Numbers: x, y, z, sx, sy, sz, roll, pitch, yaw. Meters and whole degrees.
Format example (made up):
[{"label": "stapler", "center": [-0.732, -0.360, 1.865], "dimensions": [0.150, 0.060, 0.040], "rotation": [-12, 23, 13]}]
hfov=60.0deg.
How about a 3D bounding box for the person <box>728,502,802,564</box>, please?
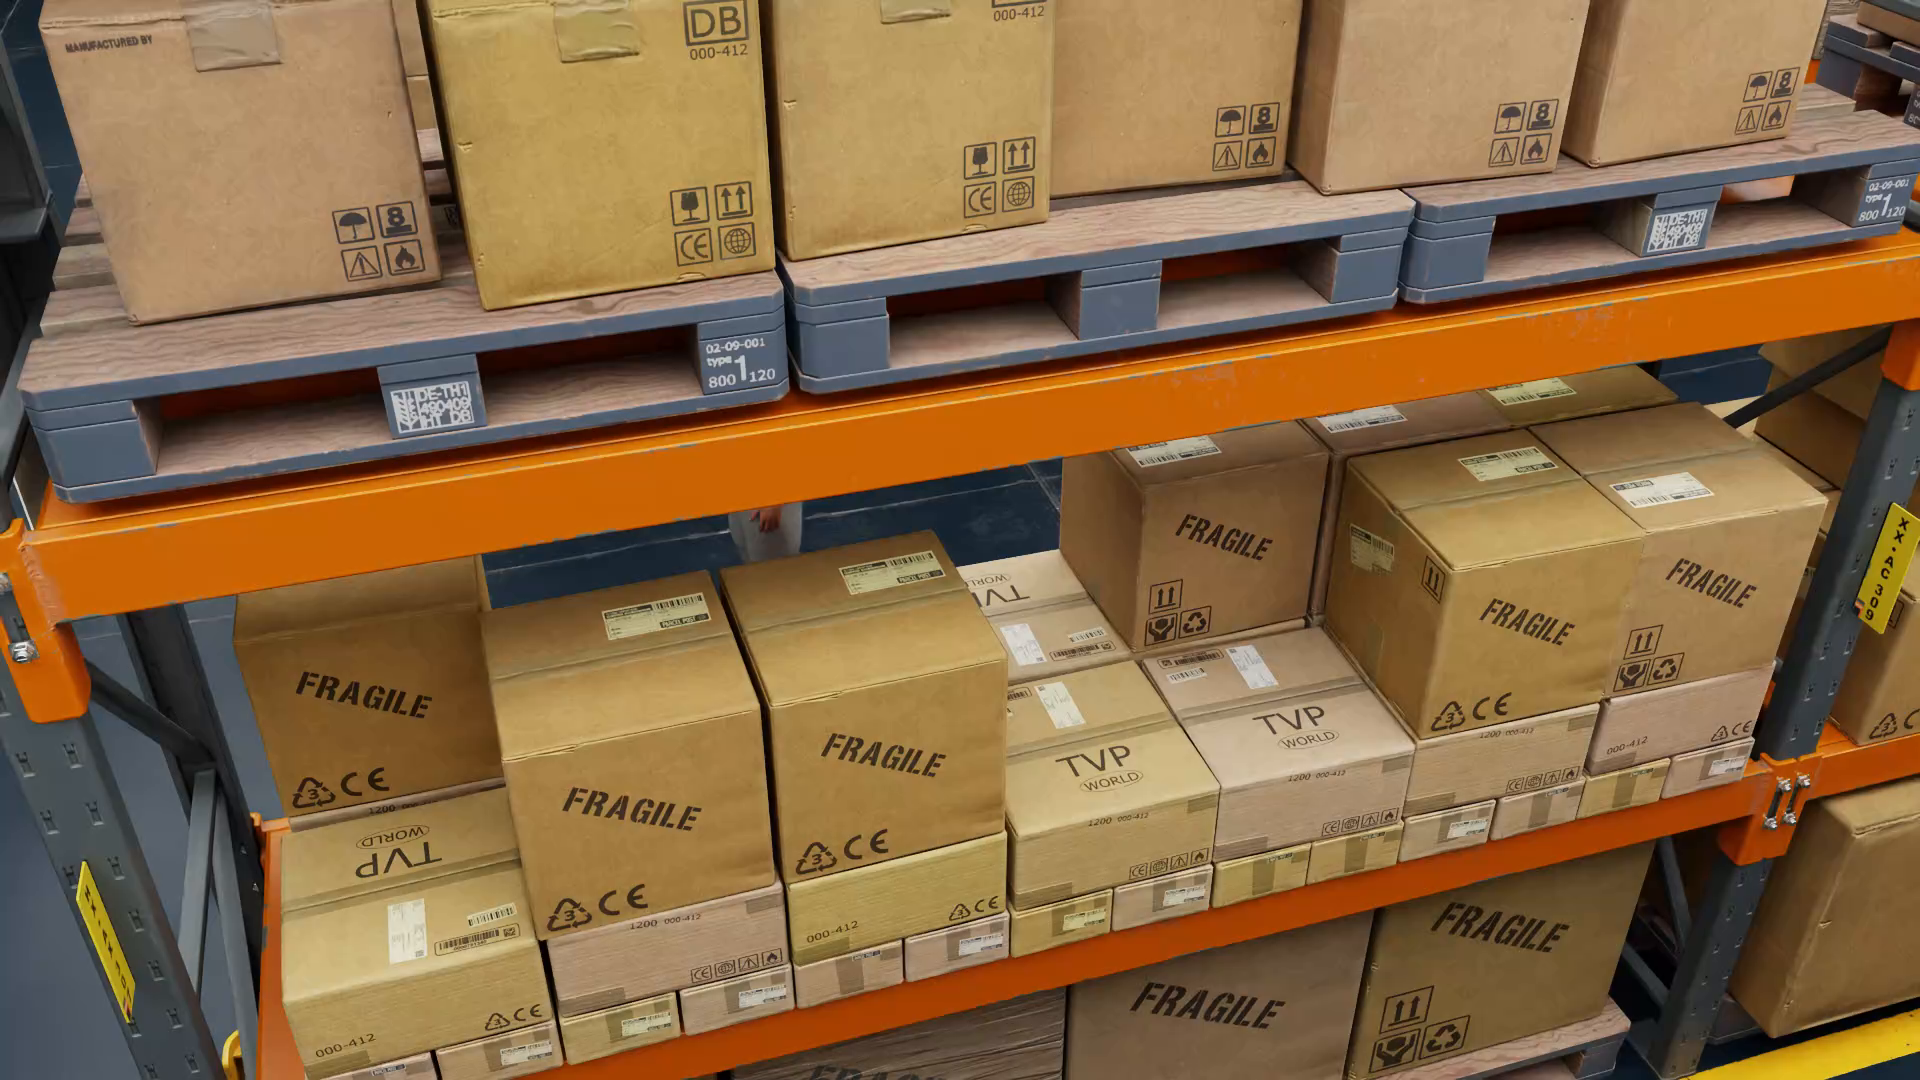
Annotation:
[{"label": "person", "center": [-0.781, -0.242, 6.566], "dimensions": [0.401, 1.846, 0.530], "rotation": [-9, 35, -14]}]
